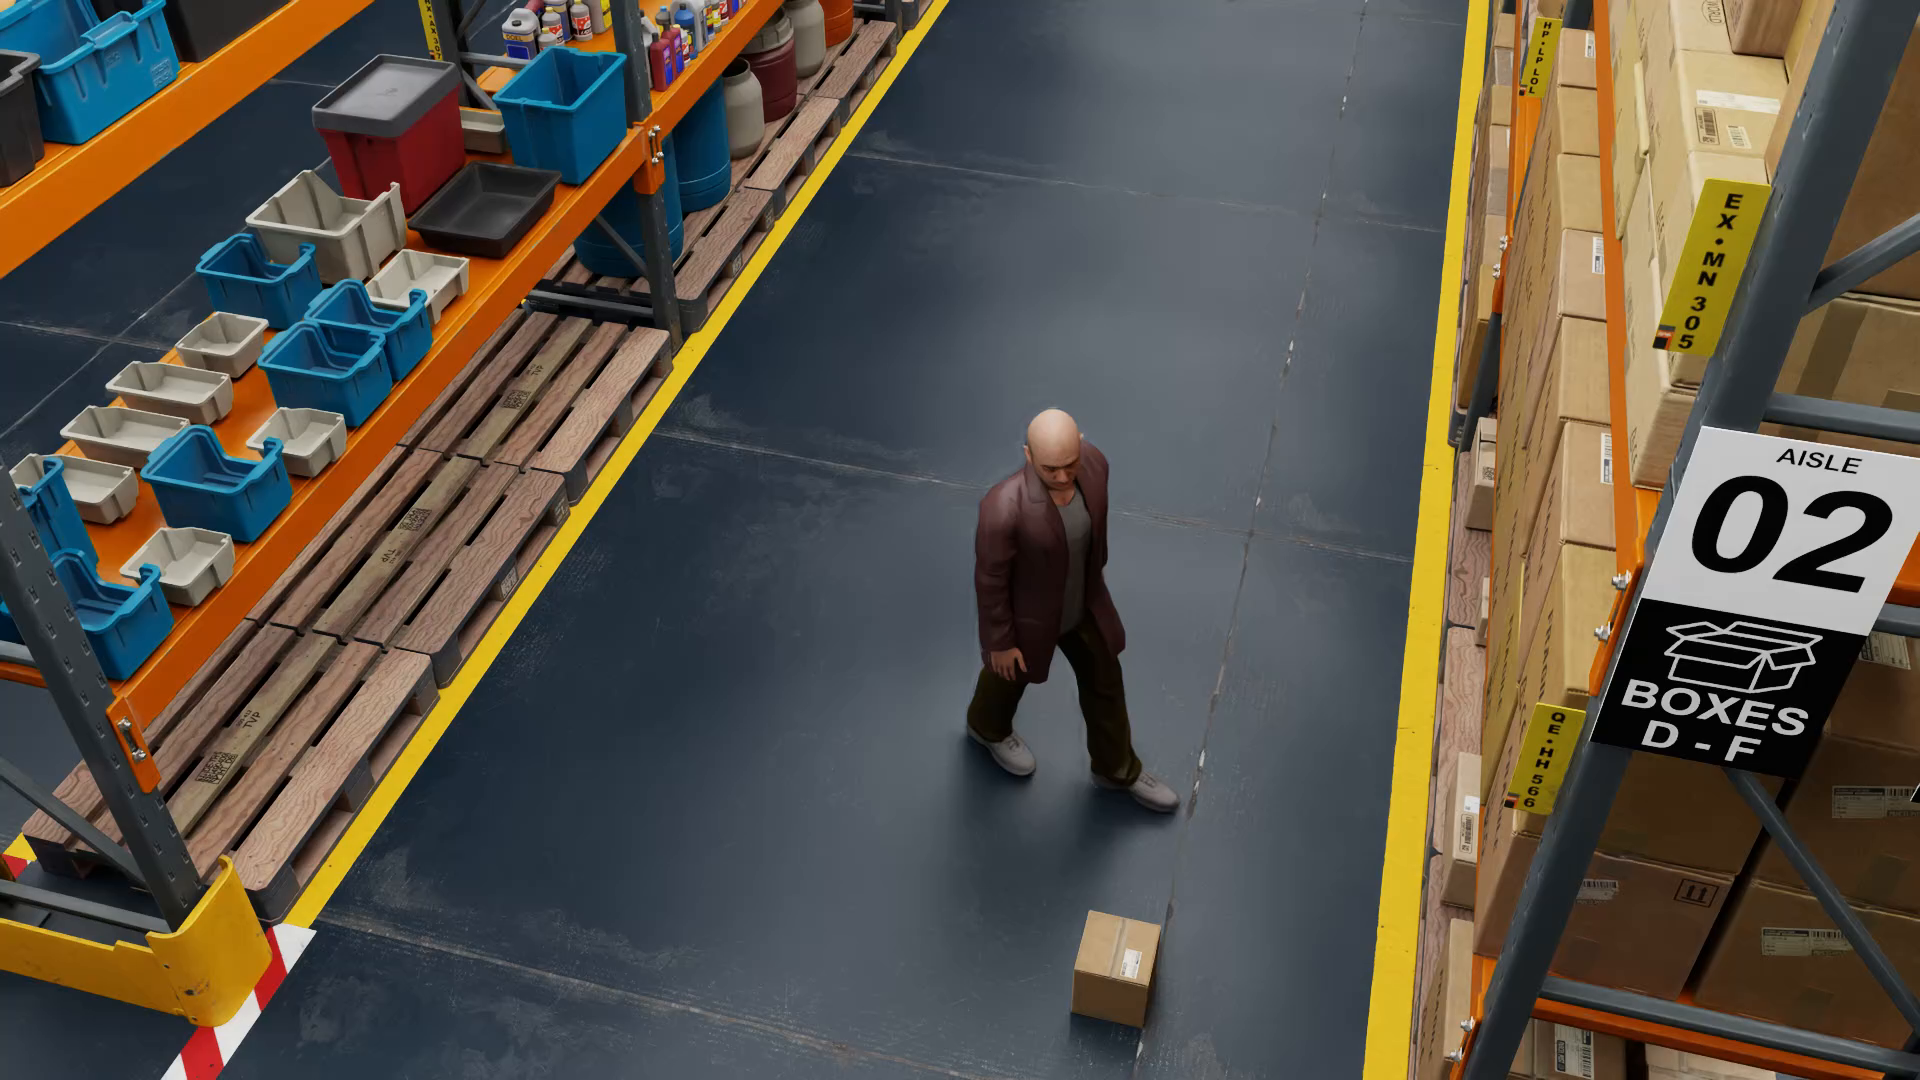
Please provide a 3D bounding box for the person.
[{"bbox_3d":[0.348,0.259,5.842,0.636,1.752,0.844,-26,47,-27],"label":"person"}]
